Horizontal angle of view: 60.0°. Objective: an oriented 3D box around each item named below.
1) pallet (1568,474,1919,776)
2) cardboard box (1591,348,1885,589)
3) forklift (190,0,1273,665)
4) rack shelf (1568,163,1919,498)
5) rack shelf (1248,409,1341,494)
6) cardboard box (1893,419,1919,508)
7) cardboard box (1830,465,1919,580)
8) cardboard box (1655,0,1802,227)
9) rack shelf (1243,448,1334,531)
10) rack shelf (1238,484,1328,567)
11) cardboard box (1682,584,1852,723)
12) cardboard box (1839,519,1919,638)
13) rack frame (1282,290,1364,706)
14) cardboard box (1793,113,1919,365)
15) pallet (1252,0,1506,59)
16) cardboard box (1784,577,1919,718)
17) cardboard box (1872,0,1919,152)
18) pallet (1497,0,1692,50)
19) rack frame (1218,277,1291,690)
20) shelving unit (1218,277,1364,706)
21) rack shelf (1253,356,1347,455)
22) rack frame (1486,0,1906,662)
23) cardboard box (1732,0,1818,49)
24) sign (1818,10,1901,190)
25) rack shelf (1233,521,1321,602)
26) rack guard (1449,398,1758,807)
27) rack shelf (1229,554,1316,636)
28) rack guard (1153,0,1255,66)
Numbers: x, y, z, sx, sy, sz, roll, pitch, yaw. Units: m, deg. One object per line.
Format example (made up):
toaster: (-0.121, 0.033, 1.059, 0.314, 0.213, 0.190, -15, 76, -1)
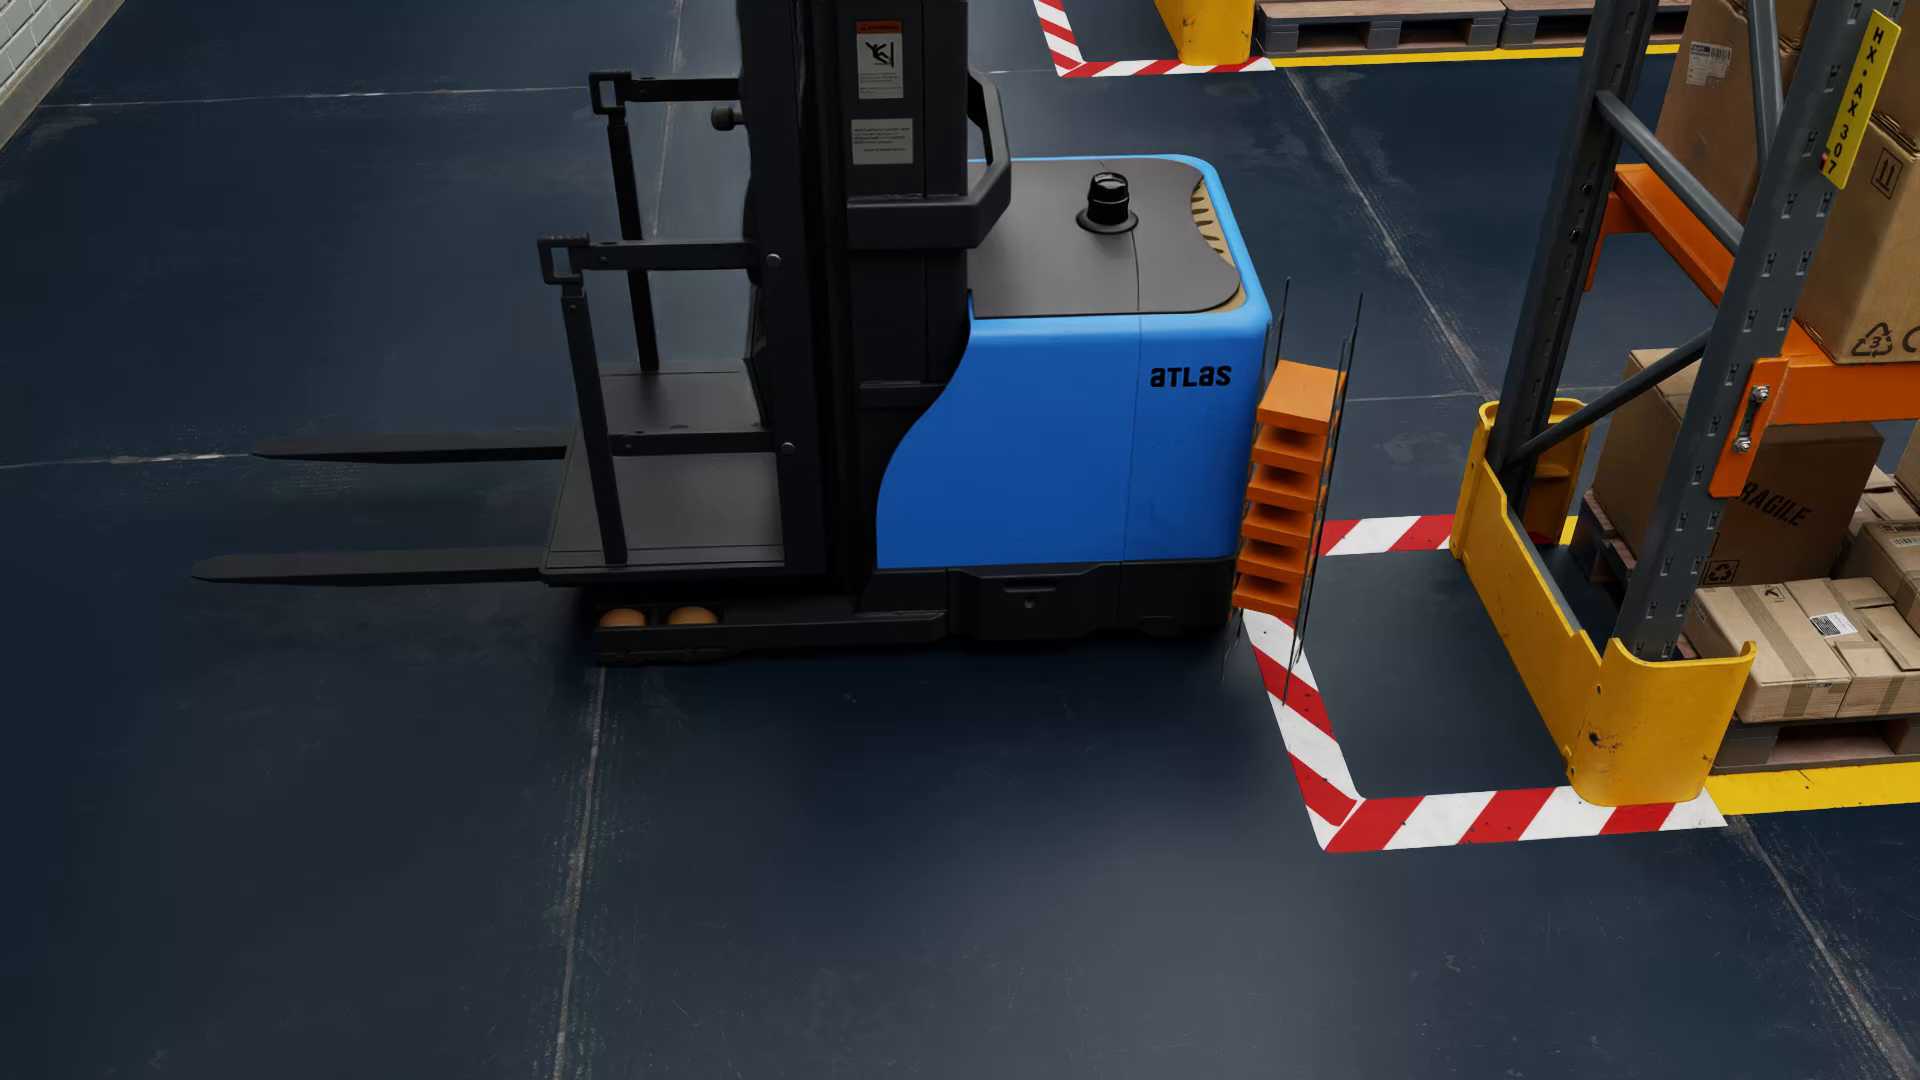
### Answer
pallet: (2.548, 0.207, 4.818, 1.213, 0.211, 1.003, -3, 38, -4)
cardboard box: (2.198, -0.213, 4.761, 0.500, 0.500, 0.500, -3, 38, -4)
forklift: (-0.710, -1.127, 4.312, 3.031, 2.935, 1.130, -2, 38, -2)
rack shelf: (3.670, -0.667, 4.254, 4.000, 0.370, 1.077, -3, 38, -4)
rack shelf: (0.863, -0.248, 4.280, 0.180, 0.103, 0.258, 13, 40, 16)
cardboard box: (3.147, -0.148, 4.881, 0.500, 0.250, 0.500, -3, 38, -4)
cardboard box: (2.609, -0.048, 4.822, 0.250, 0.166, 0.380, -3, 38, -4)
cardboard box: (2.100, -1.071, 4.105, 0.500, 0.500, 0.500, -2, 38, -3)
rack shelf: (0.863, -0.154, 4.355, 0.180, 0.103, 0.258, 13, 40, 16)
rack shelf: (0.863, -0.060, 4.429, 0.180, 0.103, 0.258, 13, 40, 16)
cardboard box: (2.126, 0.296, 4.400, 0.250, 0.149, 0.380, -3, 38, -4)
cardboard box: (2.743, 0.185, 4.459, 0.500, 0.250, 0.500, -3, 38, -4)
rack frame: (0.948, -0.075, 4.376, 0.006, 1.200, 0.240, 13, 40, 16)
cardboard box: (2.144, -0.740, 3.686, 0.500, 0.500, 0.500, -2, 38, -3)
pallet: (2.068, -2.822, 8.657, 1.213, 0.211, 1.003, -3, 38, -4)
cardboard box: (2.375, 0.275, 4.411, 0.250, 0.166, 0.380, -3, 38, -4)
cardboard box: (2.144, -1.133, 3.376, 0.500, 0.500, 0.500, -2, 38, -3)
pallet: (3.281, -2.887, 8.739, 1.213, 0.211, 1.003, -3, 38, -4)
rack frame: (0.778, -0.115, 4.427, 0.006, 1.200, 0.240, 13, 40, 16)
shelving unit: (0.863, -0.095, 4.401, 0.189, 1.200, 0.258, 13, 40, 16)
rack shelf: (0.863, -0.343, 4.206, 0.180, 0.103, 0.258, 13, 40, 16)
rack frame: (1.678, -0.839, 3.892, 0.127, 3.000, 1.000, -3, 38, -4)
cardboard box: (2.097, -1.465, 3.798, 0.500, 0.500, 0.500, -3, 38, -4)
sign: (1.727, -0.845, 3.200, 0.005, 0.325, 0.100, -3, 38, -4)
rack shelf: (0.863, 0.034, 4.503, 0.180, 0.103, 0.258, 13, 40, 16)
rack guard: (1.754, 0.138, 4.672, 0.348, 0.500, 1.175, -3, 38, -4)
rack shelf: (0.863, 0.128, 4.578, 0.180, 0.103, 0.258, 13, 40, 16)
rack guard: (1.221, -2.905, 8.528, 0.348, 0.500, 1.175, -3, 38, -4)
